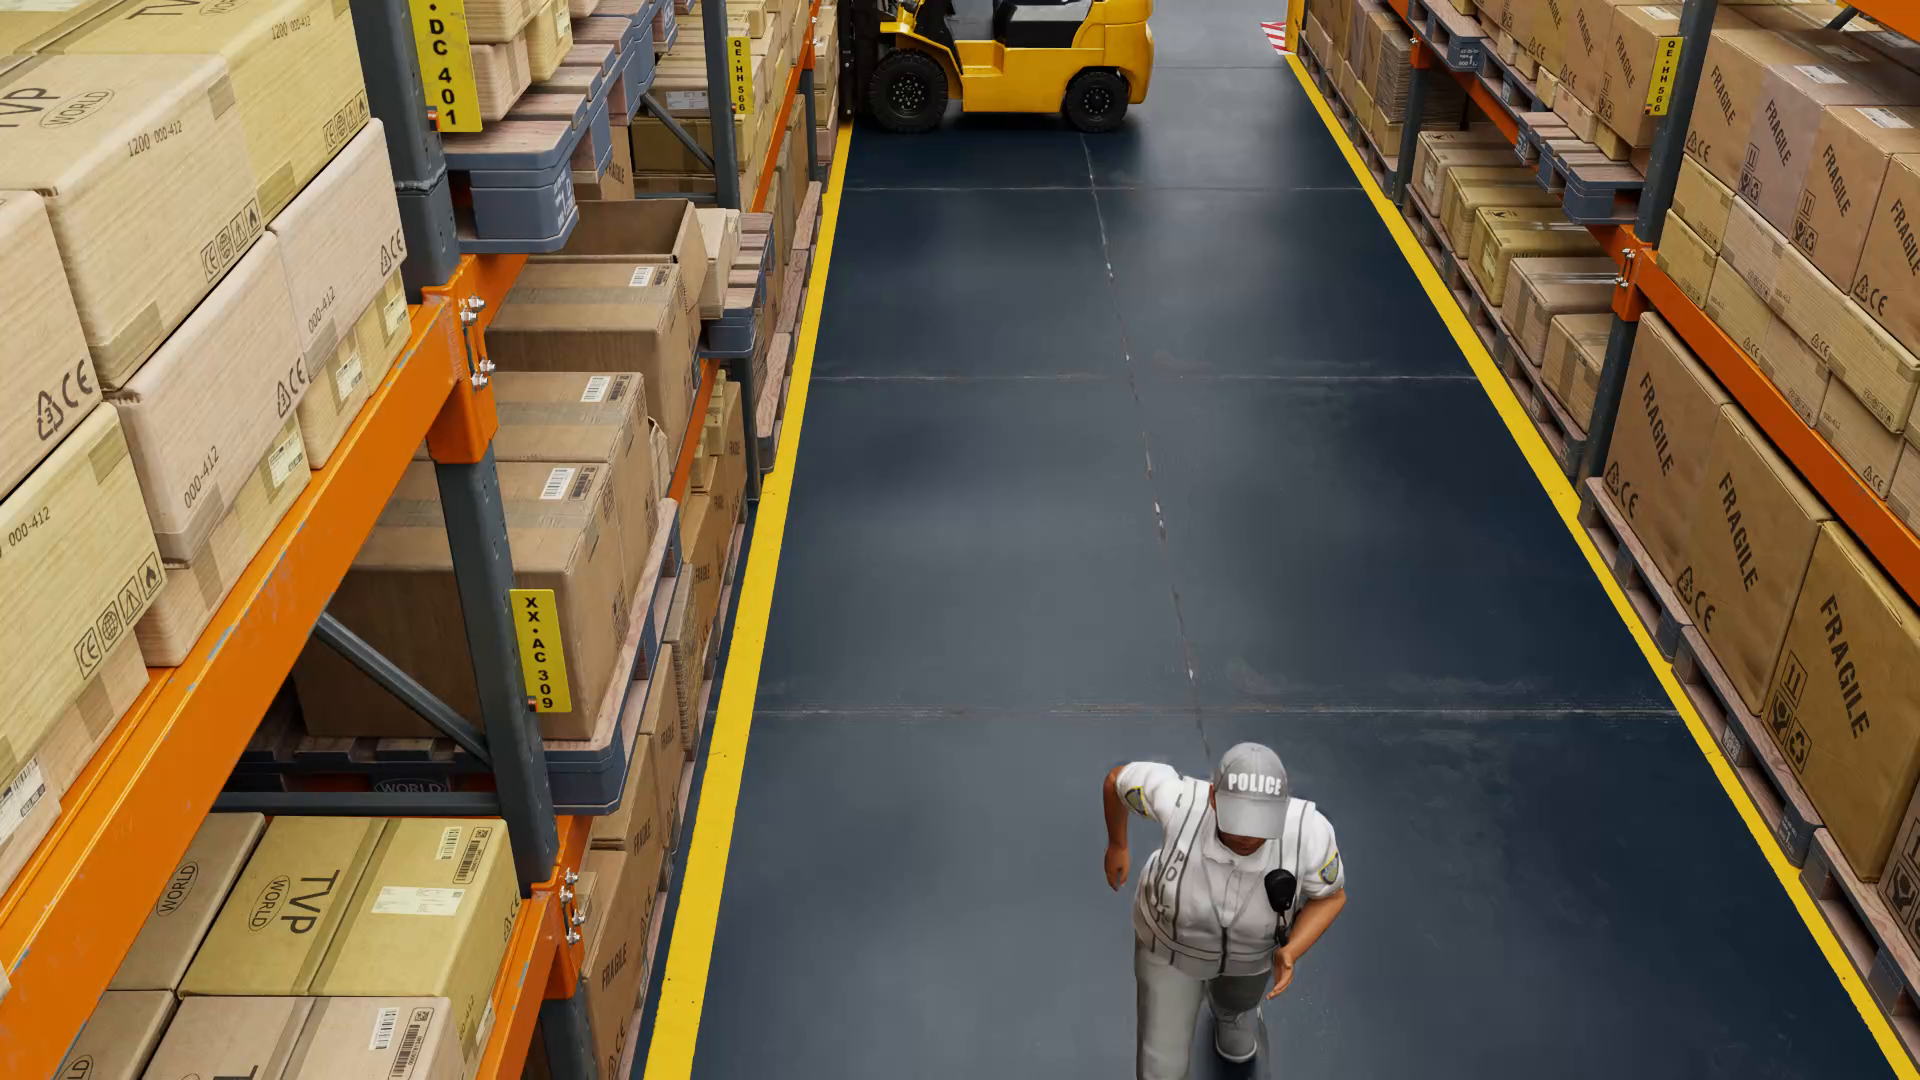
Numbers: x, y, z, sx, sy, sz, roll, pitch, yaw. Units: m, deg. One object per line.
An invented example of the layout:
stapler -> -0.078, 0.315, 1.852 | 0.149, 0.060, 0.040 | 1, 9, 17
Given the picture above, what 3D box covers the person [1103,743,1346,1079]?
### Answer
person -> 0.679, 1.060, 4.496 | 0.594, 1.606, 0.930 | -1, 32, -2
